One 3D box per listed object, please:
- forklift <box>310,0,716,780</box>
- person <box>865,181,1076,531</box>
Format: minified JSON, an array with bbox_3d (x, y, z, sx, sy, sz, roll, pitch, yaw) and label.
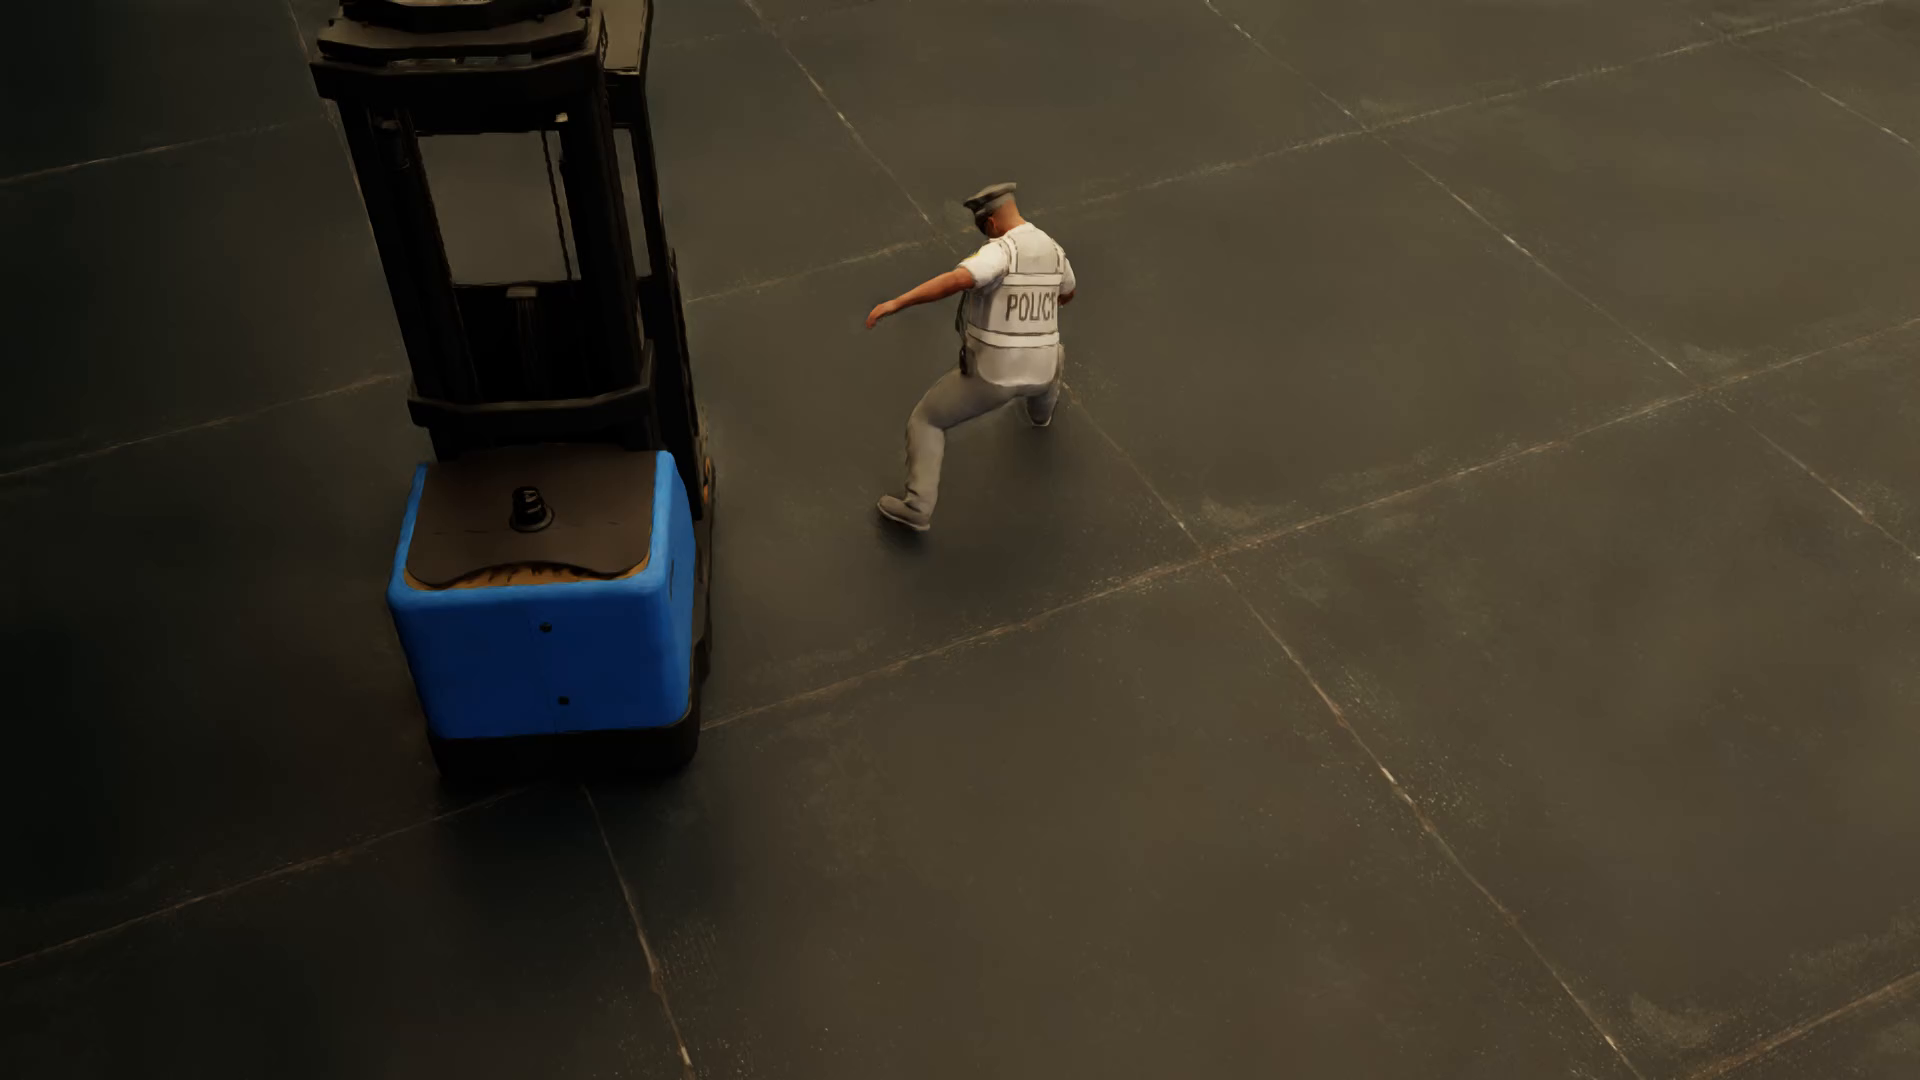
[{"bbox_3d":[-1.718,-1.107,6.866,1.130,2.935,3.031,-3,43,-4],"label":"forklift"},{"bbox_3d":[0.104,-0.892,7.723,1.252,1.466,0.760,-20,47,-20],"label":"person"}]
